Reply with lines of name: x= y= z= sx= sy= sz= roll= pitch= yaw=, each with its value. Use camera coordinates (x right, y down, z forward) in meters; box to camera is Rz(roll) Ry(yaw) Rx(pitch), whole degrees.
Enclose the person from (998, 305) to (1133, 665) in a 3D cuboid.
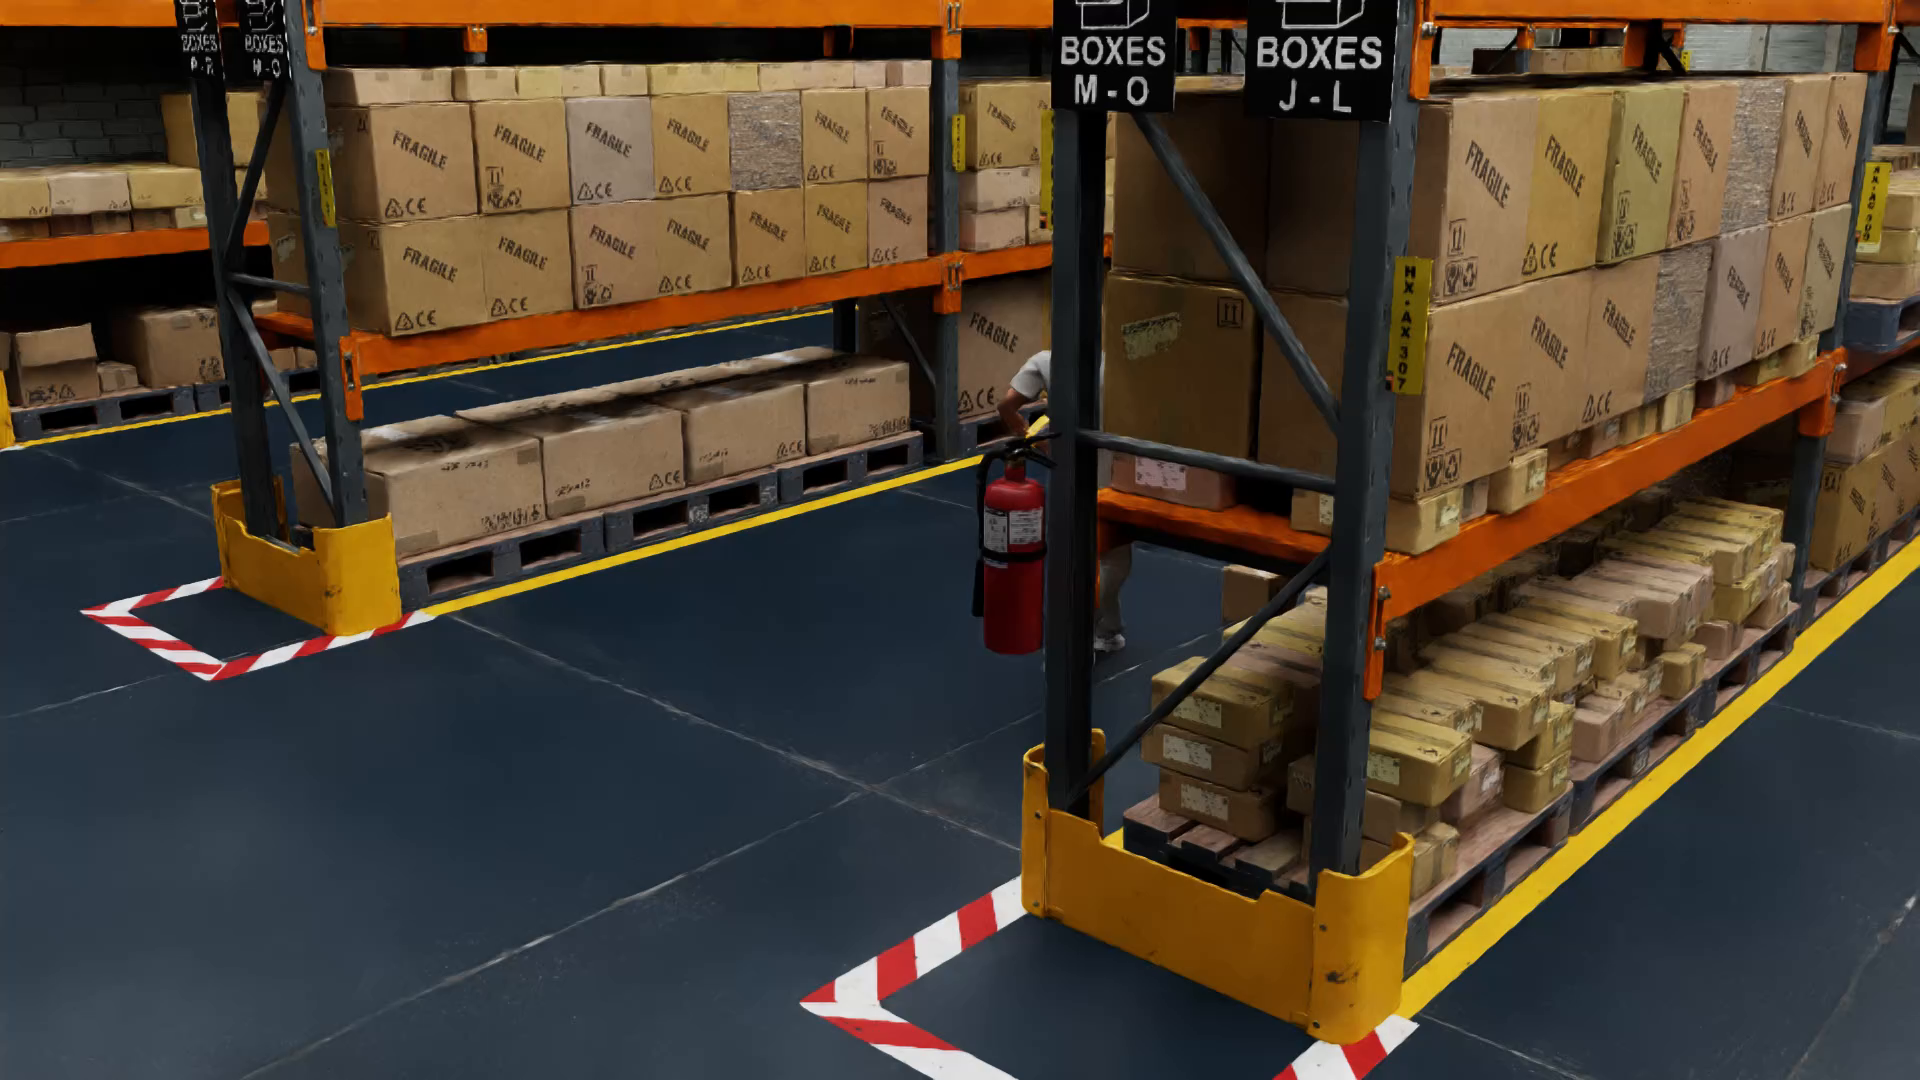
person: x=0.573 y=-0.233 z=6.878 sx=0.544 sy=1.663 sz=0.700 roll=15 pitch=23 yaw=41
